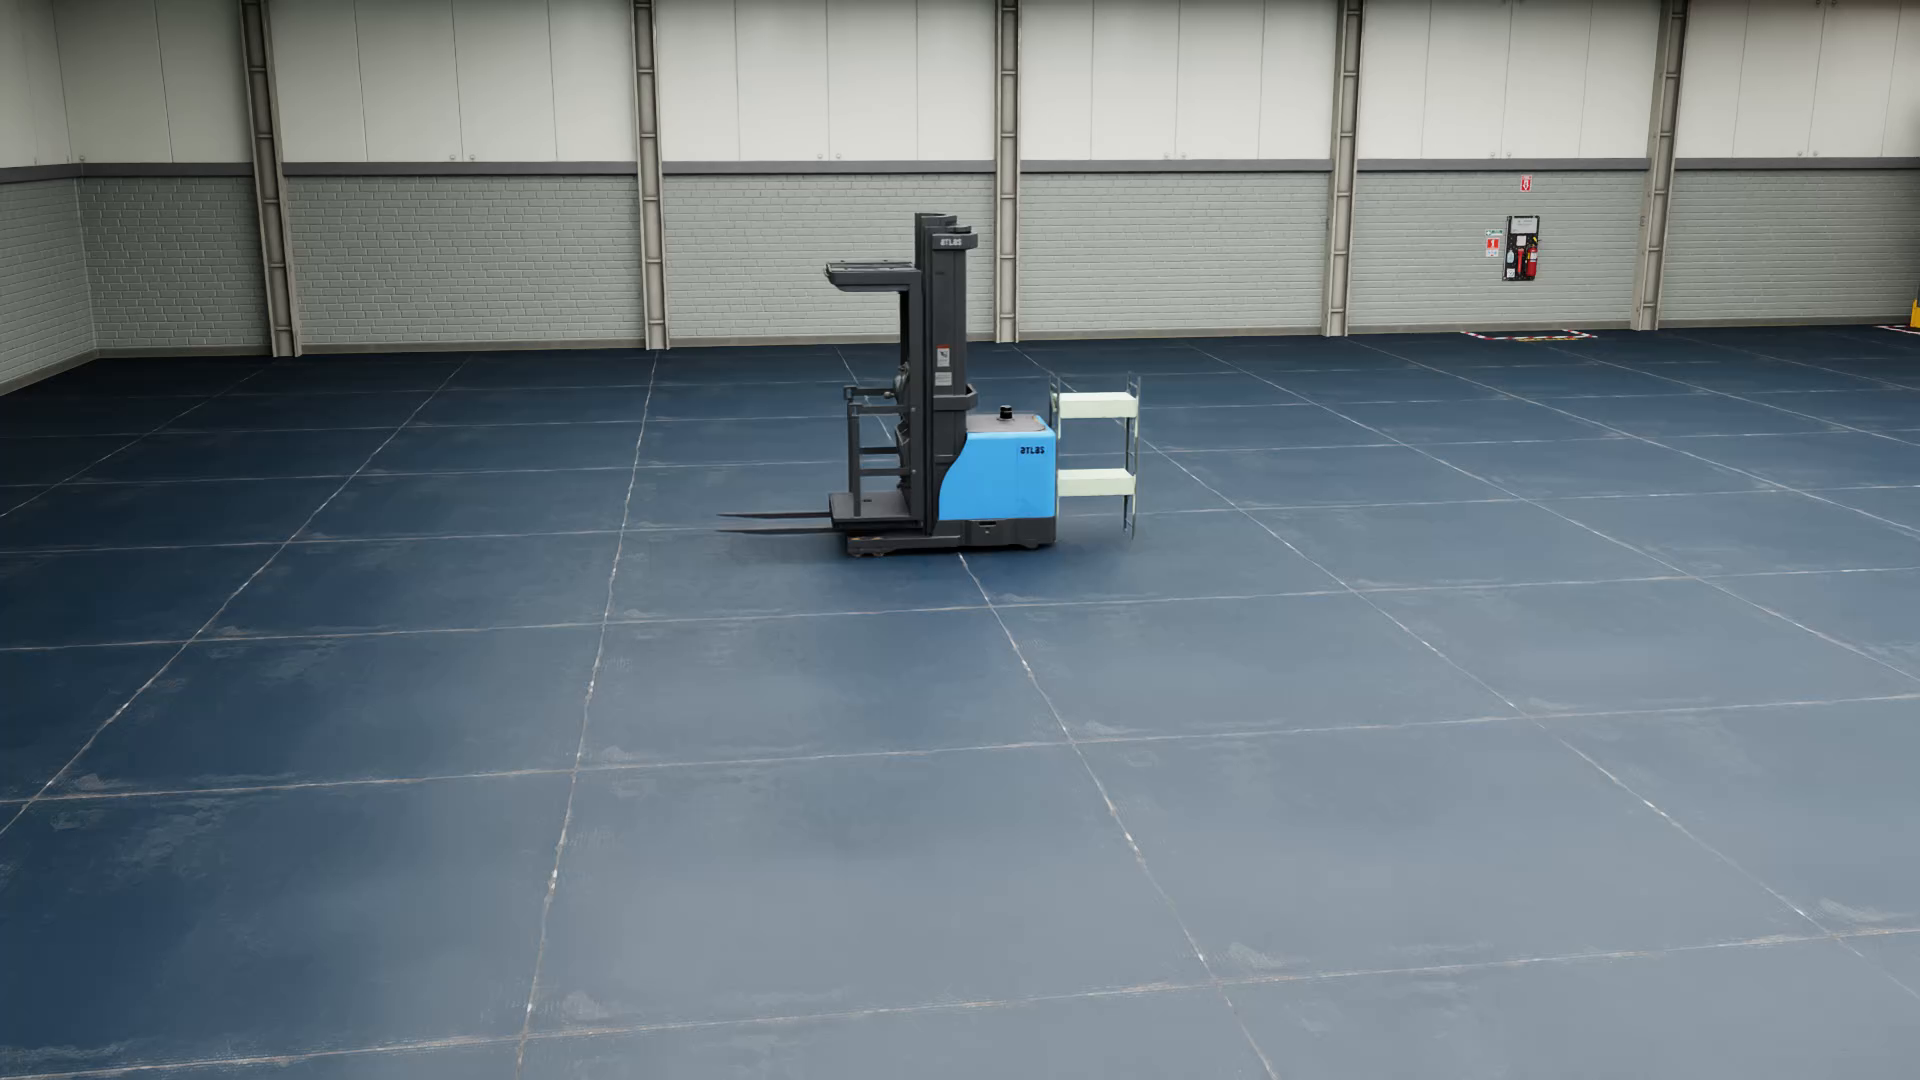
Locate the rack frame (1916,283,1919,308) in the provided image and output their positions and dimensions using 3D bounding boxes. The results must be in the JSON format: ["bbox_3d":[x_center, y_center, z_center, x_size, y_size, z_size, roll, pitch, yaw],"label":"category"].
[{"bbox_3d":[18.040,-5.346,30.399,0.127,3.000,1.000,-2,14,-8],"label":"rack frame"}]

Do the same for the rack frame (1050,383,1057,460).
[{"bbox_3d":[0.852,-0.759,15.178,0.010,1.308,0.380,-2,14,-7],"label":"rack frame"}]

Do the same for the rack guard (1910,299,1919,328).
[{"bbox_3d":[18.116,-4.136,30.714,0.348,0.500,1.175,-2,14,-8],"label":"rack guard"}]

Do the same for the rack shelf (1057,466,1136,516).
[{"bbox_3d":[1.213,-0.453,15.306,0.720,0.370,0.431,-2,14,-7],"label":"rack shelf"}]

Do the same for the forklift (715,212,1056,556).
[{"bbox_3d":[-0.693,-1.410,14.846,3.031,2.935,1.130,-2,14,-6],"label":"forklift"}]

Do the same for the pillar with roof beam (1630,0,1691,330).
[{"bbox_3d":[13.312,-7.236,25.604,0.400,9.000,9.100,-2,14,-8],"label":"pillar with roof beam"}]

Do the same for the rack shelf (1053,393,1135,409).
[{"bbox_3d":[1.217,-1.243,15.108,0.686,0.124,0.368,-2,14,-7],"label":"rack shelf"}]

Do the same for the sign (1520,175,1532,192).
[{"bbox_3d":[10.199,-6.429,29.955,0.199,0.298,0.001,-2,14,-8],"label":"sign"}]

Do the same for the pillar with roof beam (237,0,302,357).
[{"bbox_3d":[-10.420,-6.366,22.136,0.400,9.000,9.100,-2,14,-8],"label":"pillar with roof beam"}]

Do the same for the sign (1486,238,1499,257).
[{"bbox_3d":[9.659,-5.303,30.157,0.234,0.329,0.001,-2,14,-8],"label":"sign"}]

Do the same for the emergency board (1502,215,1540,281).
[{"bbox_3d":[10.210,-5.285,30.159,0.626,1.169,0.157,-2,14,-8],"label":"emergency board"}]

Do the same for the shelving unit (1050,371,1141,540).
[{"bbox_3d":[1.218,-0.770,15.227,0.748,1.500,0.431,-2,14,-7],"label":"shelving unit"}]

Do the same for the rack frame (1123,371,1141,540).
[{"bbox_3d":[1.577,-0.779,15.274,0.023,1.500,0.400,-2,14,-7],"label":"rack frame"}]

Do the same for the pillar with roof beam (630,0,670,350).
[{"bbox_3d":[-4.487,-6.584,23.003,0.400,9.000,9.100,-2,14,-8],"label":"pillar with roof beam"}]

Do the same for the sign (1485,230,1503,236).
[{"bbox_3d":[9.665,-5.558,30.085,0.331,0.109,0.001,-2,14,-8],"label":"sign"}]

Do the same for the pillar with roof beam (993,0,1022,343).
[{"bbox_3d":[1.446,-6.801,23.870,0.400,9.000,9.100,-2,14,-8],"label":"pillar with roof beam"}]
